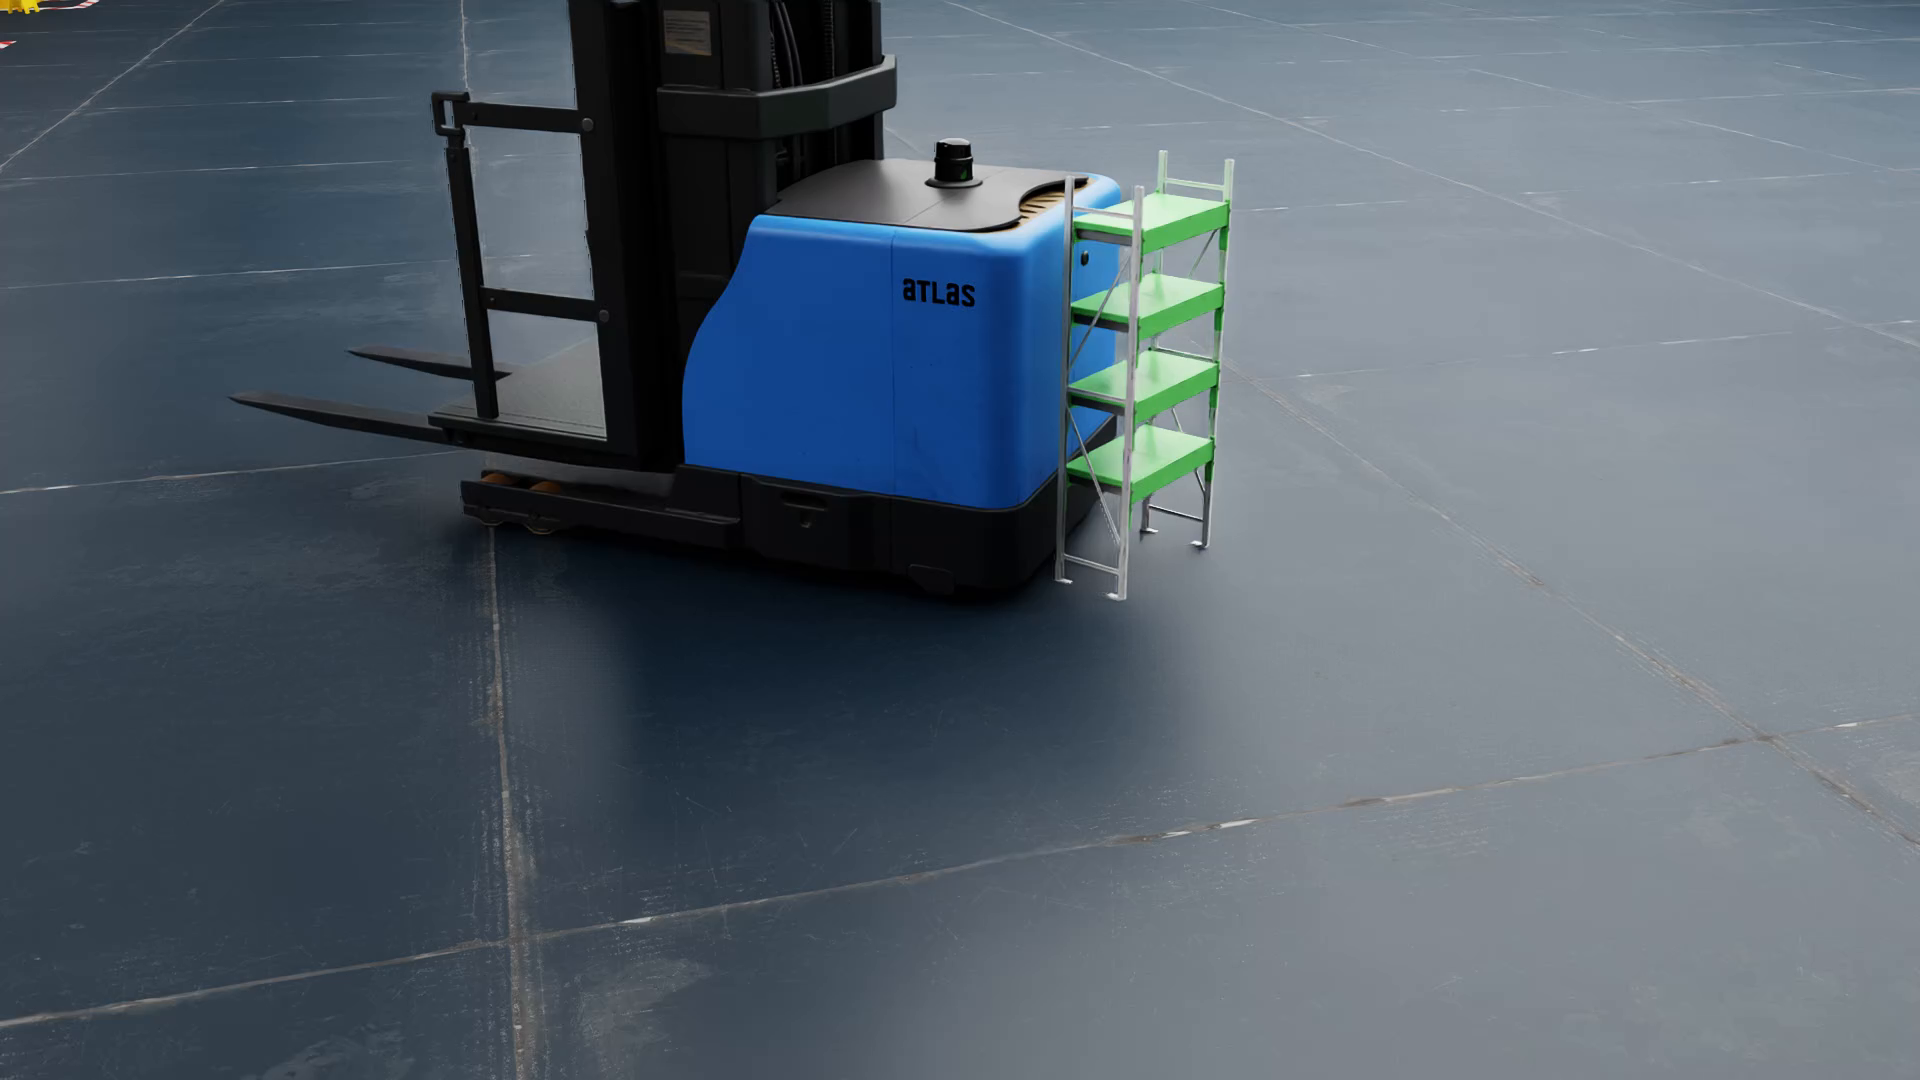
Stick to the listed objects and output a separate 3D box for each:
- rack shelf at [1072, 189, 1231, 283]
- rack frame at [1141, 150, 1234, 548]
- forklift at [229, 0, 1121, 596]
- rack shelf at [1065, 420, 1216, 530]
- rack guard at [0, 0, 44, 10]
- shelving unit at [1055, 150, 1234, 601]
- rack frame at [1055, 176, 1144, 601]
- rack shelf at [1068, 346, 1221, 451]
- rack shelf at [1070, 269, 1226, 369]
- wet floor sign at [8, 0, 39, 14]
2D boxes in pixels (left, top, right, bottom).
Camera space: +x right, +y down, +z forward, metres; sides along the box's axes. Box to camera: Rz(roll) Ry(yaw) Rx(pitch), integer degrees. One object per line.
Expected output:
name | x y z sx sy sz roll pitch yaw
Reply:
rack shelf | 0.532 -0.863 4.683 0.258 0.148 0.480 17 28 34
rack frame | 0.680 -0.557 5.026 0.240 1.200 0.015 17 28 34
forklift | -1.053 -1.544 5.131 3.031 2.935 1.130 9 25 20
rack shelf | 0.532 -0.201 4.967 0.258 0.148 0.480 17 28 34
rack guard | -11.874 -6.990 20.908 0.348 0.500 1.175 -6 24 -14
shelving unit | 0.532 -0.480 4.847 0.258 1.200 0.503 17 28 34
rack frame | 0.384 -0.404 4.669 0.240 1.200 0.015 17 28 34
rack shelf | 0.532 -0.421 4.872 0.258 0.148 0.480 17 28 34
rack shelf | 0.532 -0.642 4.778 0.258 0.148 0.480 17 28 34
wet floor sign | -11.329 -6.679 19.998 0.232 0.644 0.267 2 23 4
